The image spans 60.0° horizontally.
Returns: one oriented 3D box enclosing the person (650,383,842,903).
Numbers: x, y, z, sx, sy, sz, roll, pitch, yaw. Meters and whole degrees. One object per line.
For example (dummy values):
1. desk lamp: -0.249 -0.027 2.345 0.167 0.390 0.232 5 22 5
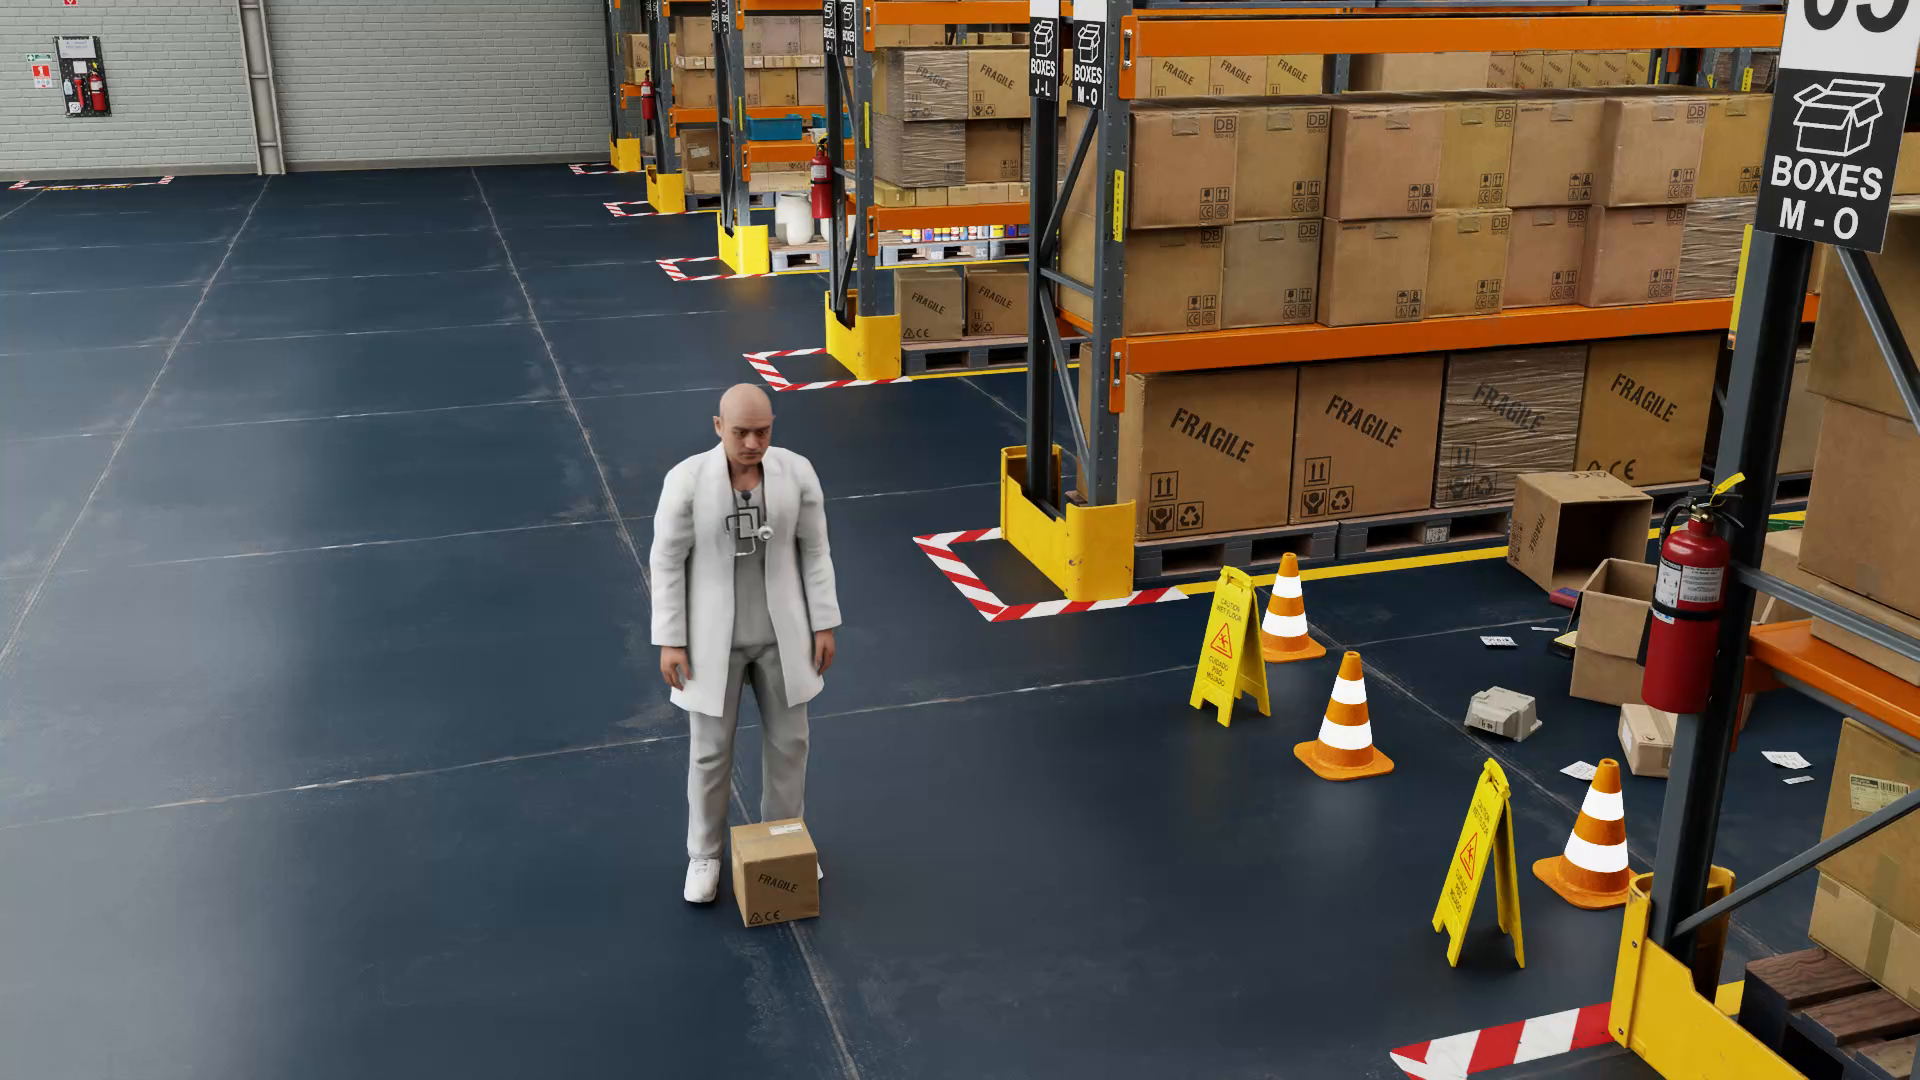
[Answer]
1. person: -0.719 0.331 5.624 0.644 1.774 0.424 -6 20 -17
